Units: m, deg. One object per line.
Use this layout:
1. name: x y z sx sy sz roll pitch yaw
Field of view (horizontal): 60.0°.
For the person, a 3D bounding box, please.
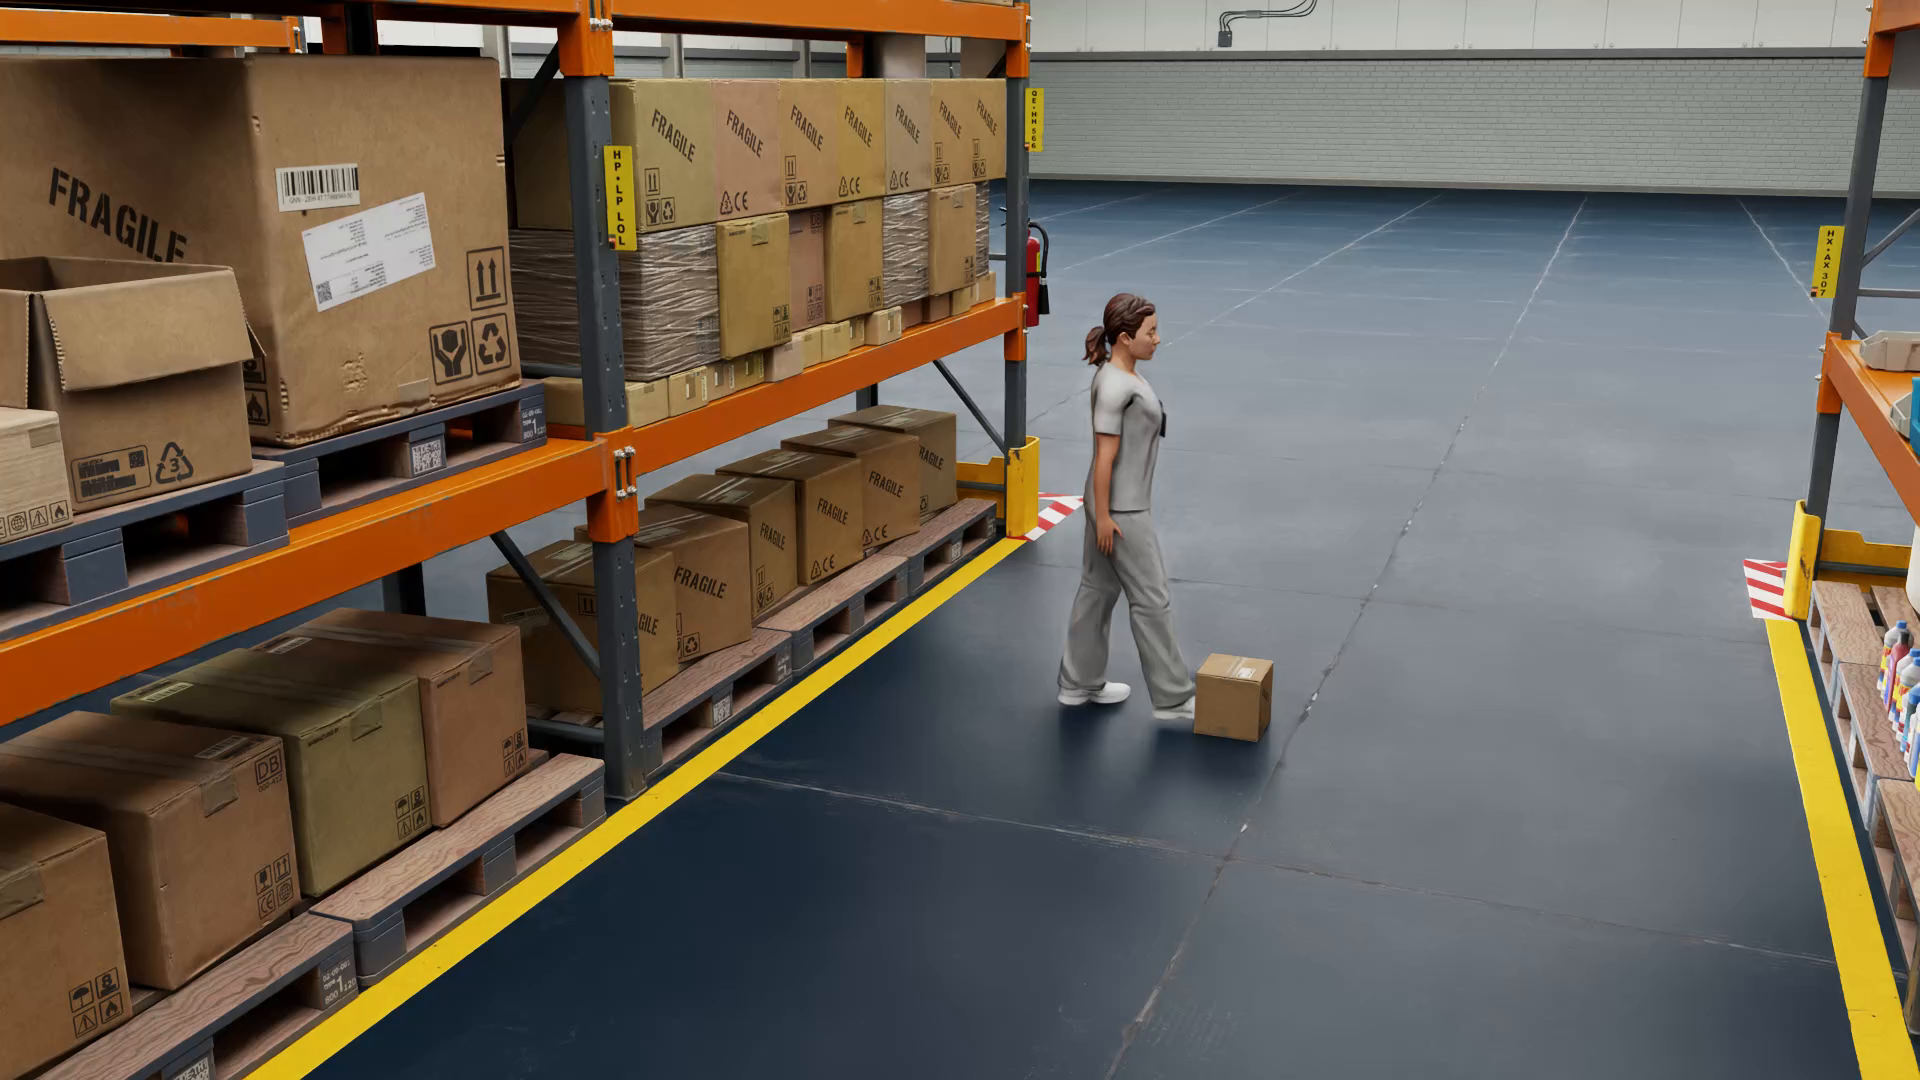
1. person: 0.729 -0.129 6.468 0.674 1.666 0.457 1 16 2
